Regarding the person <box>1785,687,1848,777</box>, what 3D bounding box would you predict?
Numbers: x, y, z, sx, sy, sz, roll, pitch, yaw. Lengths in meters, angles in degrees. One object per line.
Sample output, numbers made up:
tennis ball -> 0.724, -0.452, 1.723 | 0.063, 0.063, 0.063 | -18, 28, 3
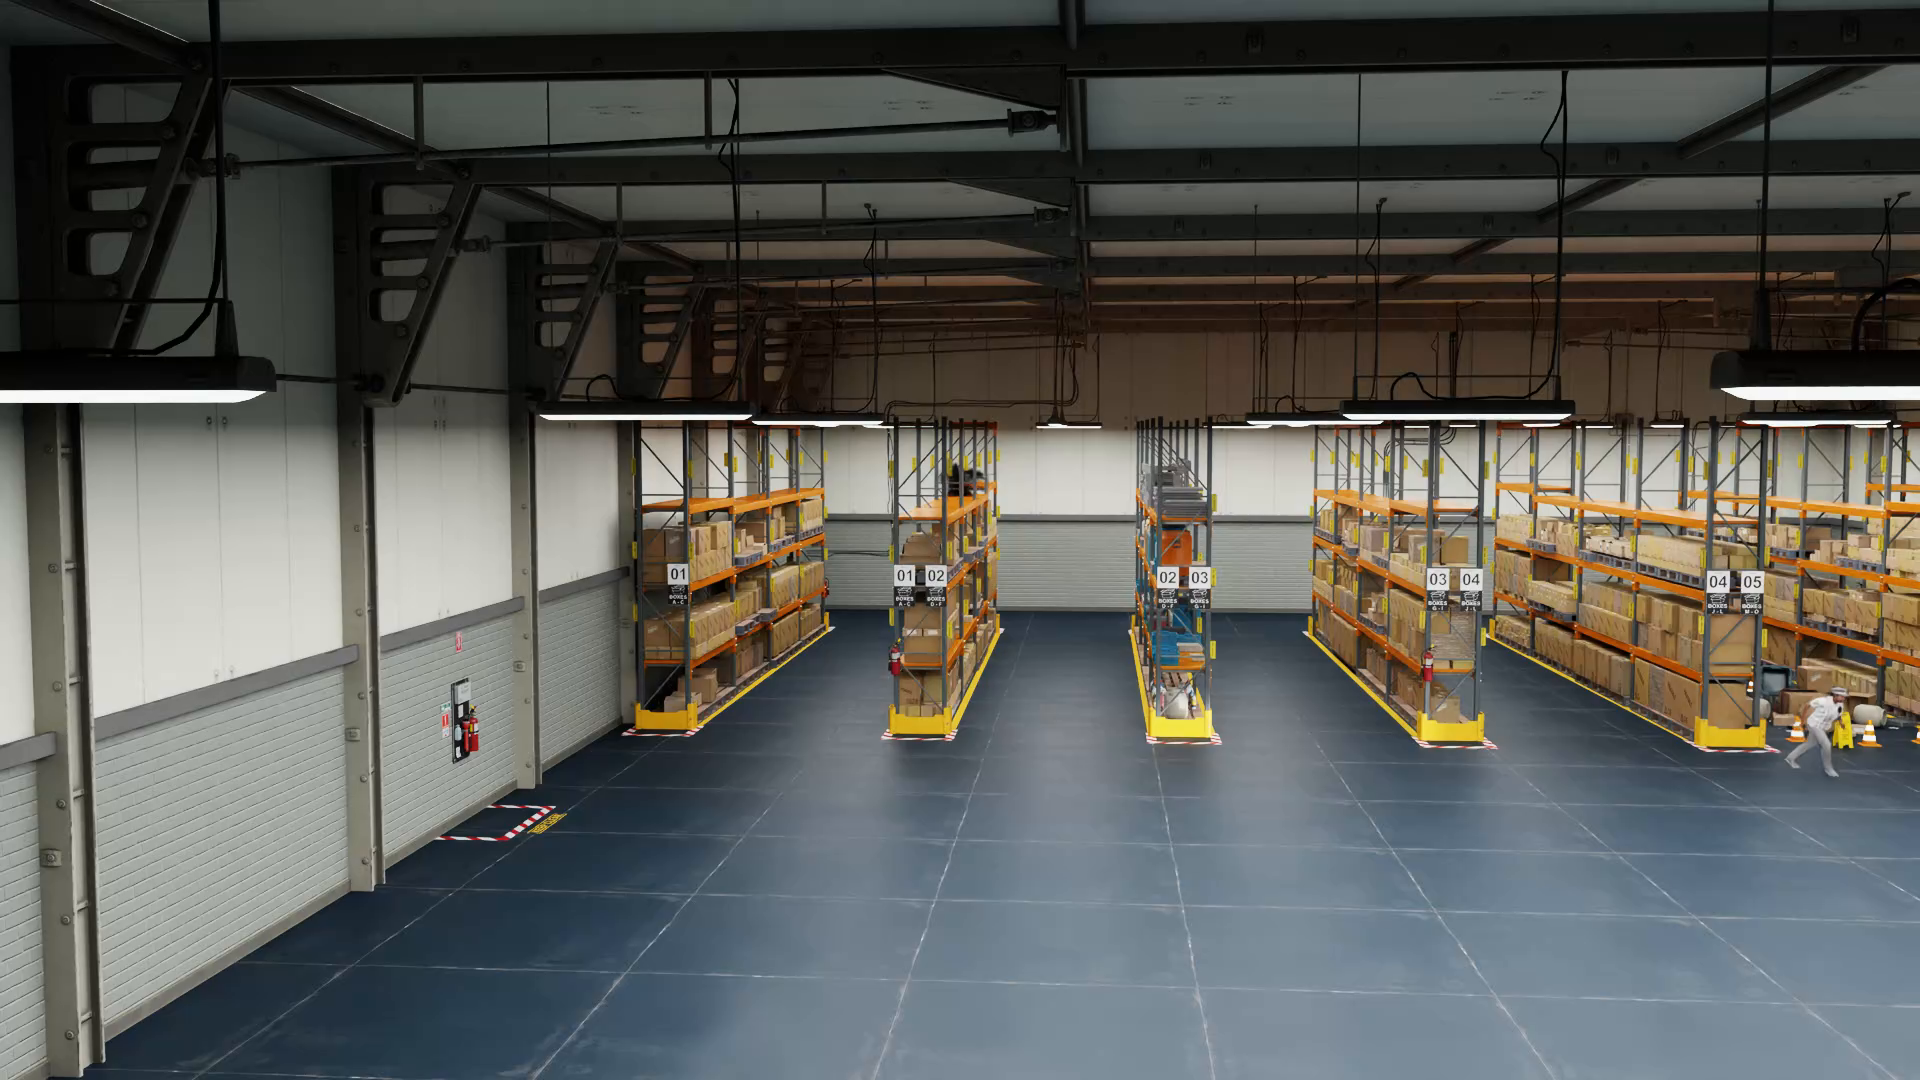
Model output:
person -> 14.299, 3.149, 27.777 | 0.600, 1.487, 1.030 | -2, 4, -23
